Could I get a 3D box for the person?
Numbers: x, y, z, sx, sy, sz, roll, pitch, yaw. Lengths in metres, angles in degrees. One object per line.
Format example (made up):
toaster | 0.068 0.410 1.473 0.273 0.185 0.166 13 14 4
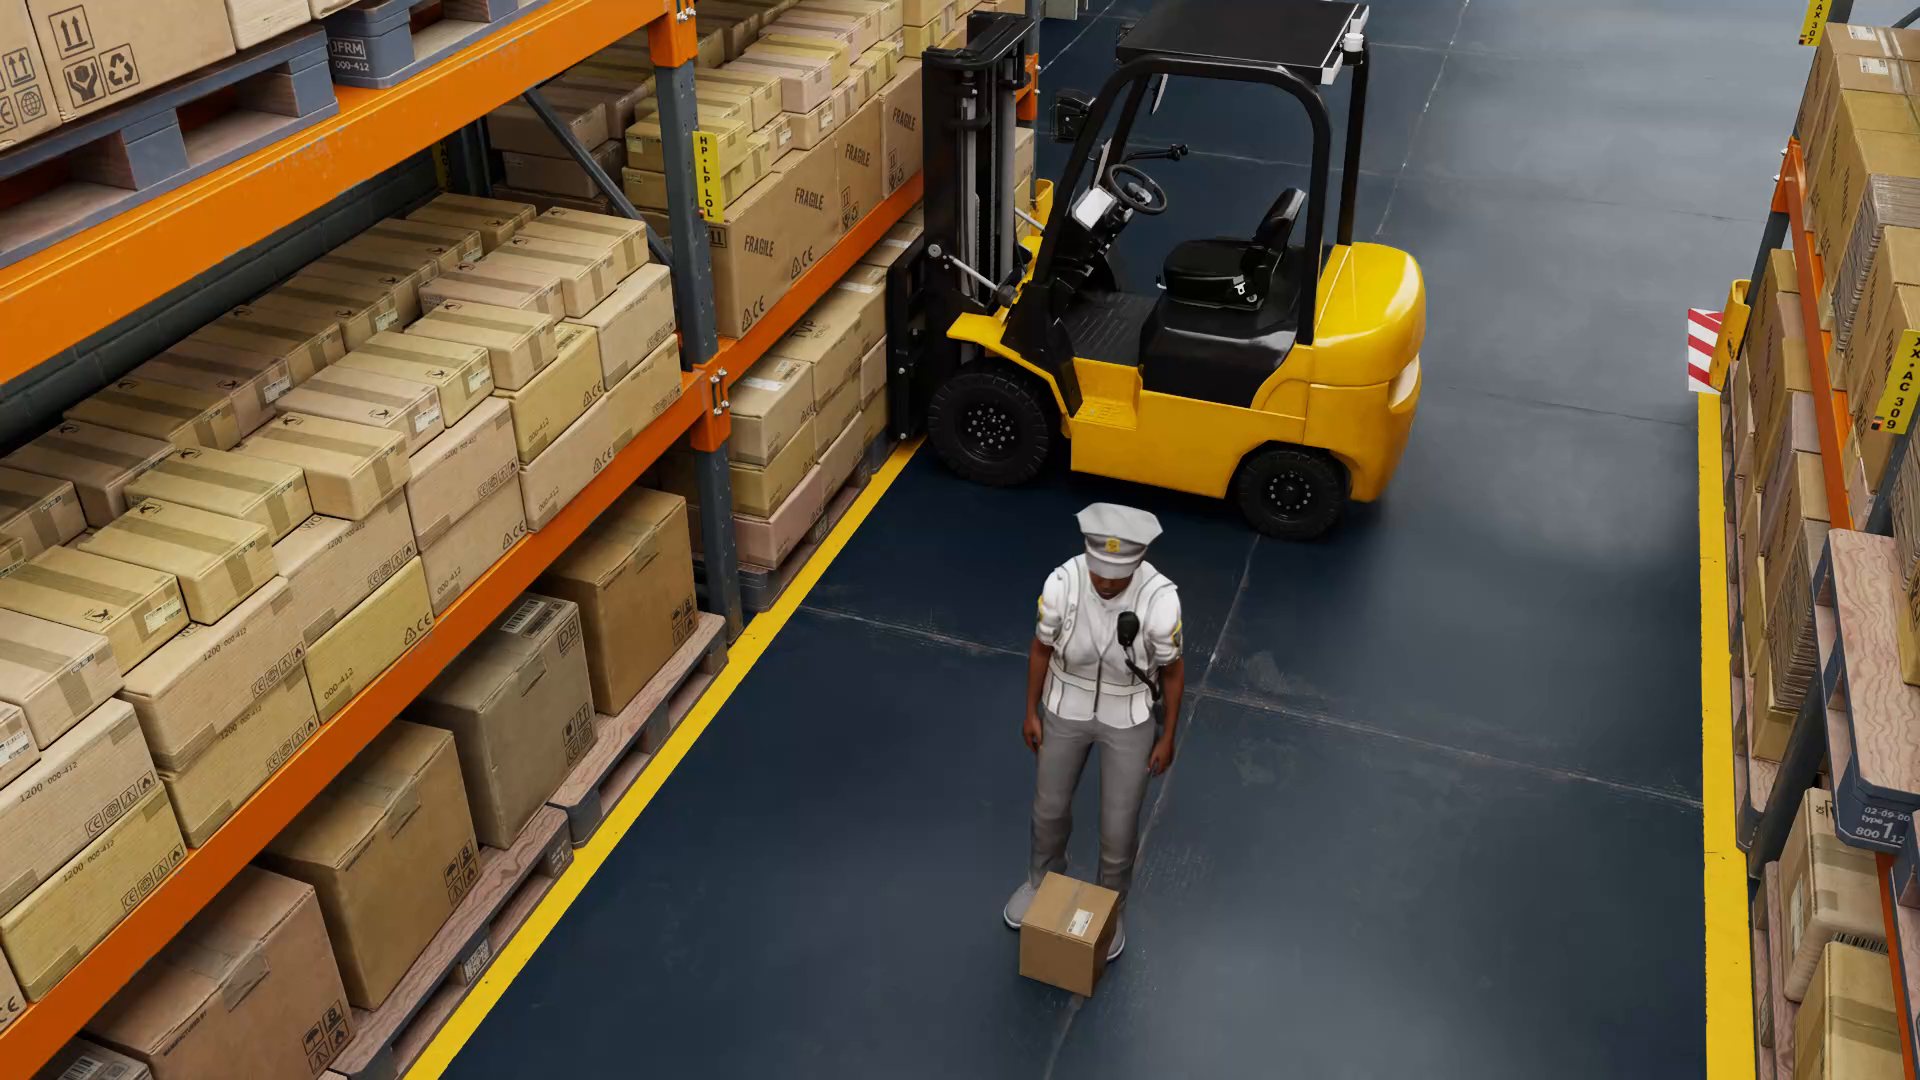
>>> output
person | 0.426 0.588 5.252 0.523 1.658 0.427 9 35 14
